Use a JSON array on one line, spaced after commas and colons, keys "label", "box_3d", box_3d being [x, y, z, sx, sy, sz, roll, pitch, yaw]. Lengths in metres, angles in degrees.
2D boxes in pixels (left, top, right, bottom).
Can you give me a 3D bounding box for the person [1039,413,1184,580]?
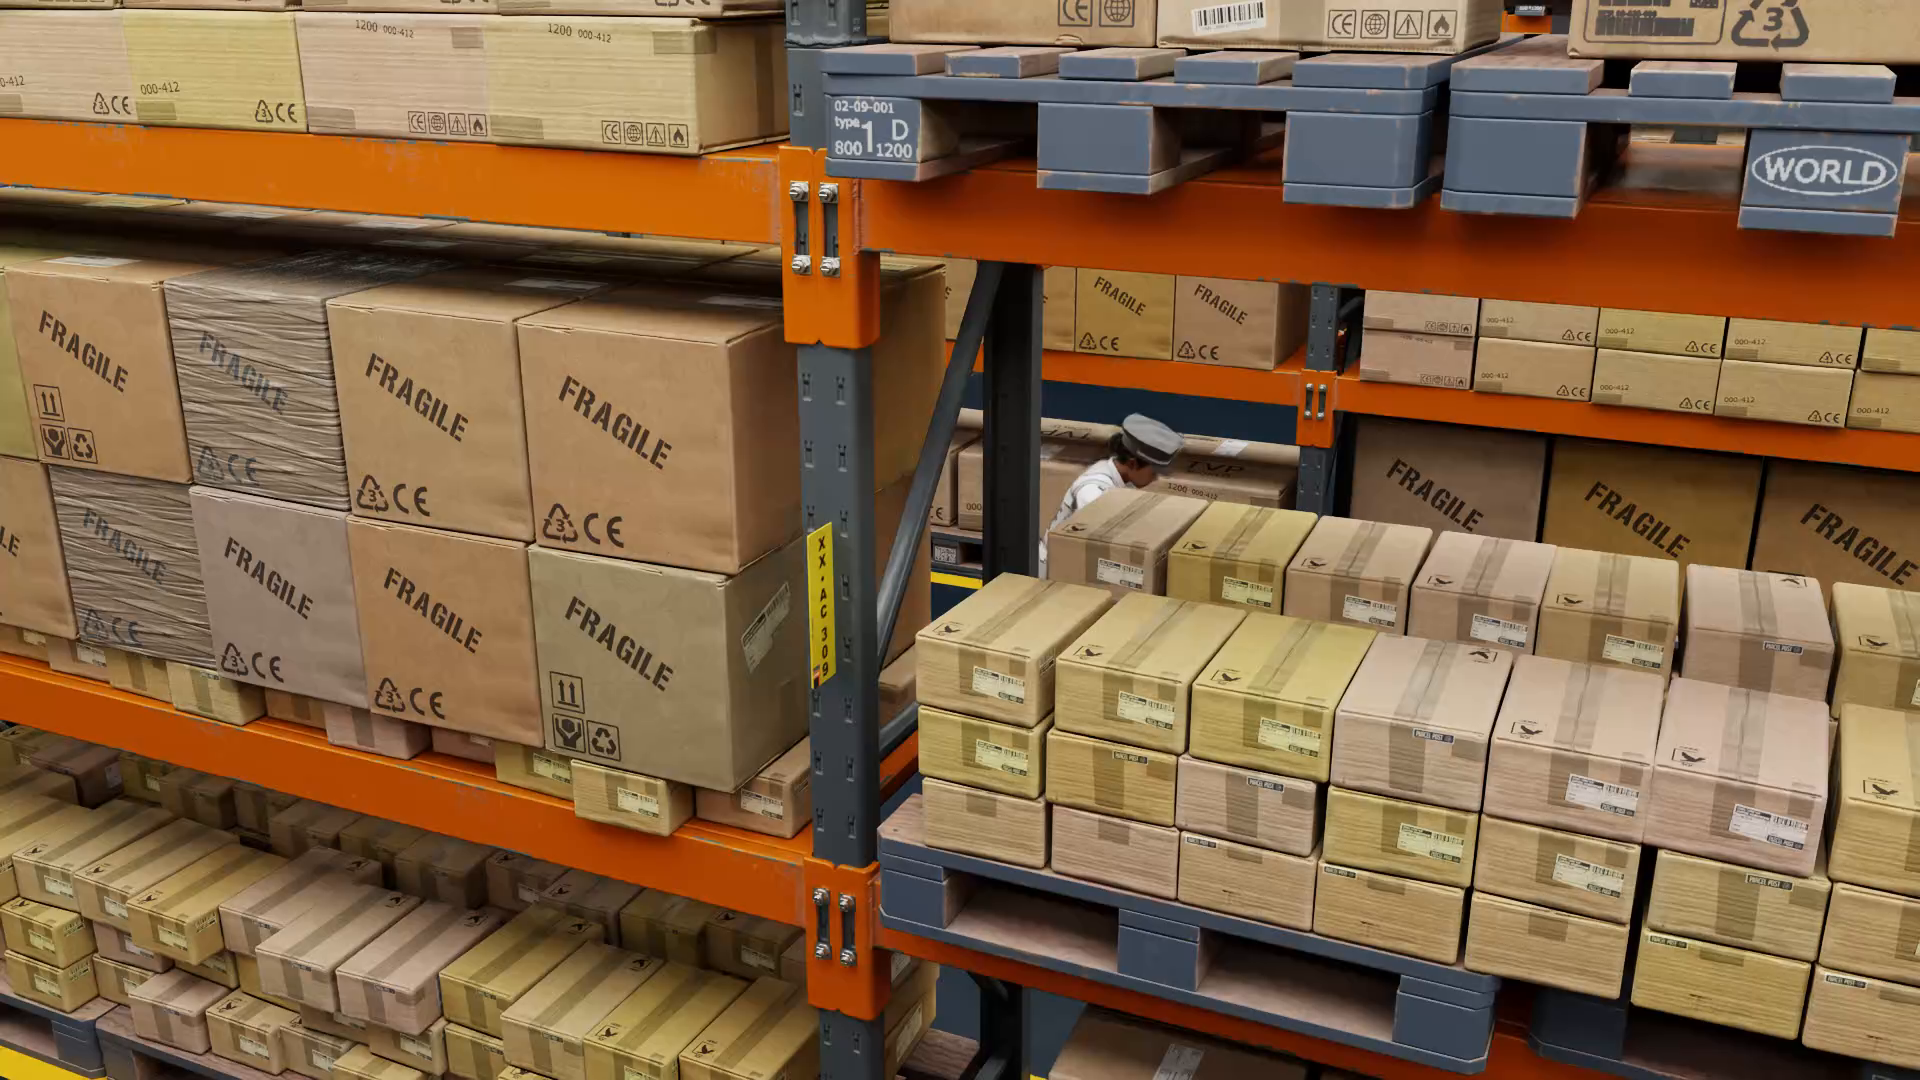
[{"label": "person", "box_3d": [0.574, 0.223, 6.690, 0.607, 1.501, 0.529, 9, 21, 23]}]
